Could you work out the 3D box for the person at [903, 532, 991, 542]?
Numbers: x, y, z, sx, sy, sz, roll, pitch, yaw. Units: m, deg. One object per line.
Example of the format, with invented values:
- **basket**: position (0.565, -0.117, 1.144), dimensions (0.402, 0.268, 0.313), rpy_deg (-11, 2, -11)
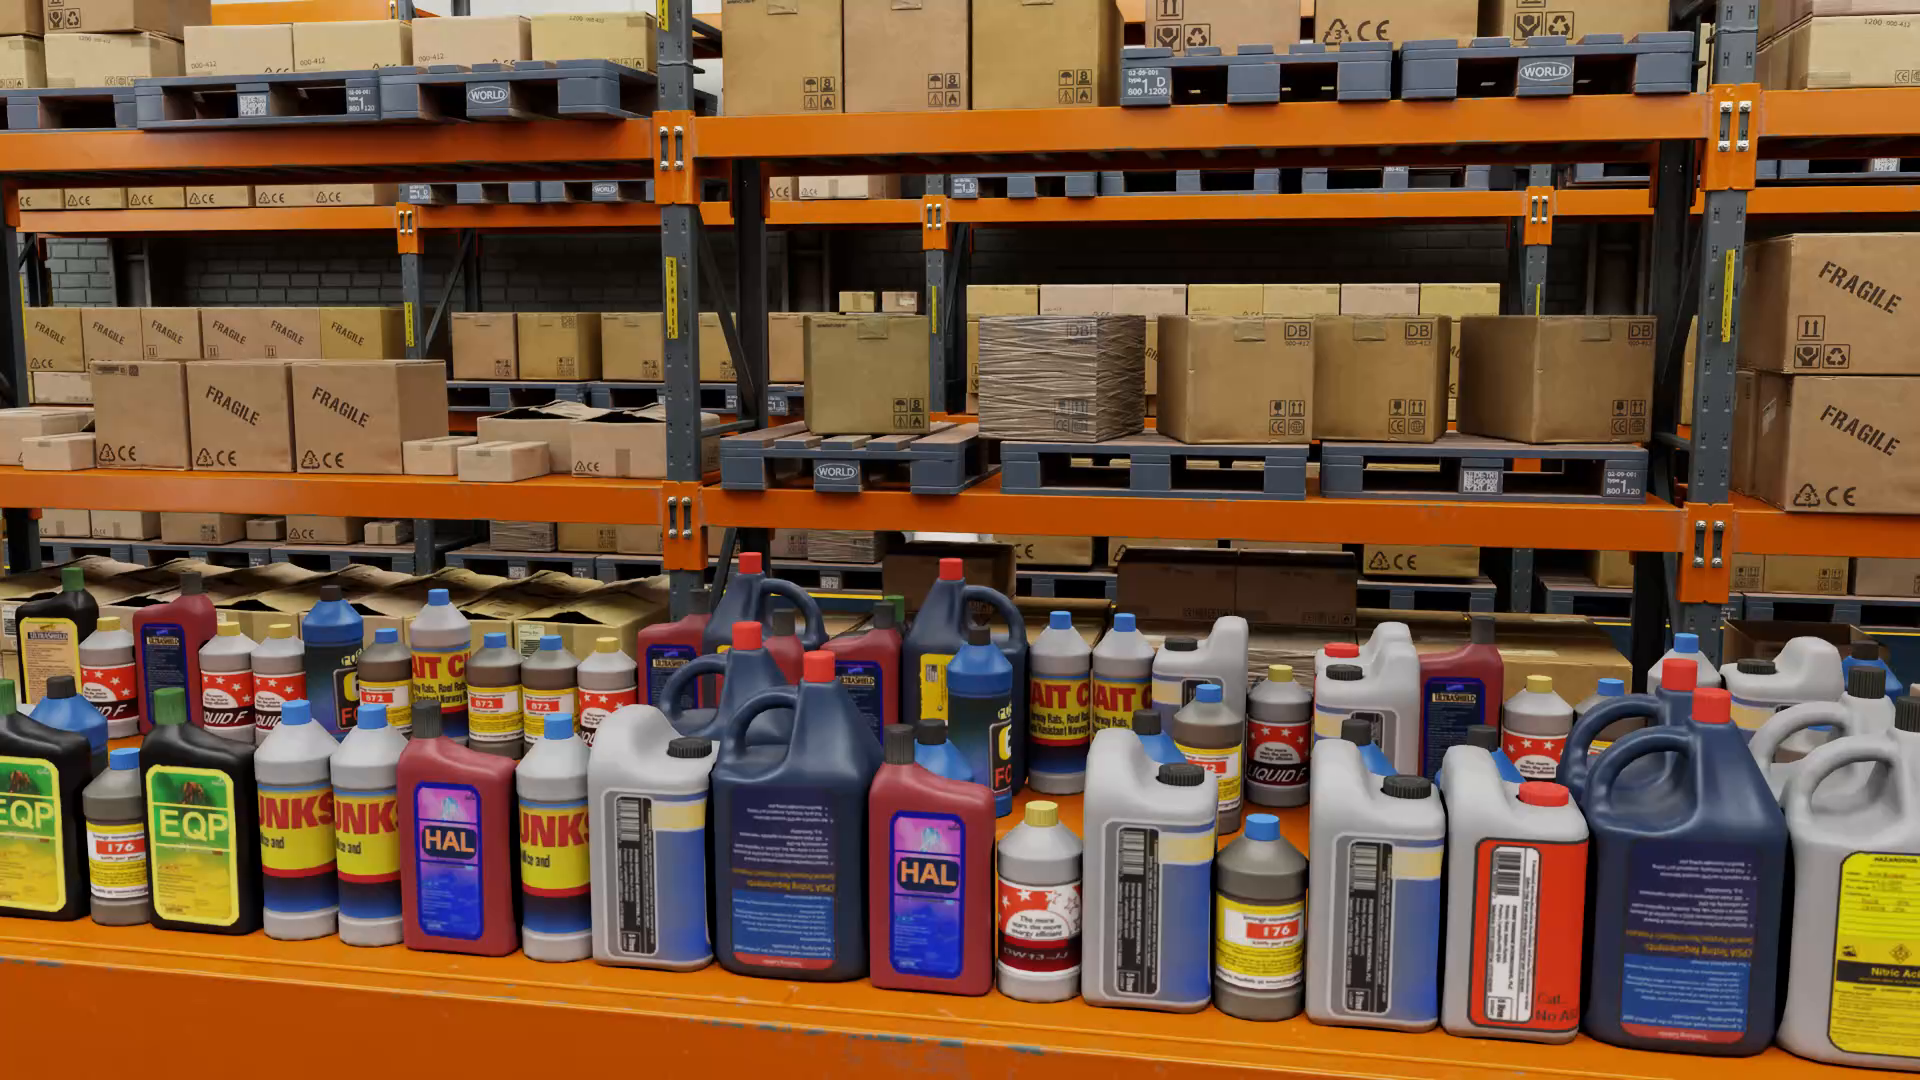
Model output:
- **person**: position (-0.067, 0.135, 10.230), dimensions (0.589, 1.011, 0.902), rpy_deg (1, 8, 10)
